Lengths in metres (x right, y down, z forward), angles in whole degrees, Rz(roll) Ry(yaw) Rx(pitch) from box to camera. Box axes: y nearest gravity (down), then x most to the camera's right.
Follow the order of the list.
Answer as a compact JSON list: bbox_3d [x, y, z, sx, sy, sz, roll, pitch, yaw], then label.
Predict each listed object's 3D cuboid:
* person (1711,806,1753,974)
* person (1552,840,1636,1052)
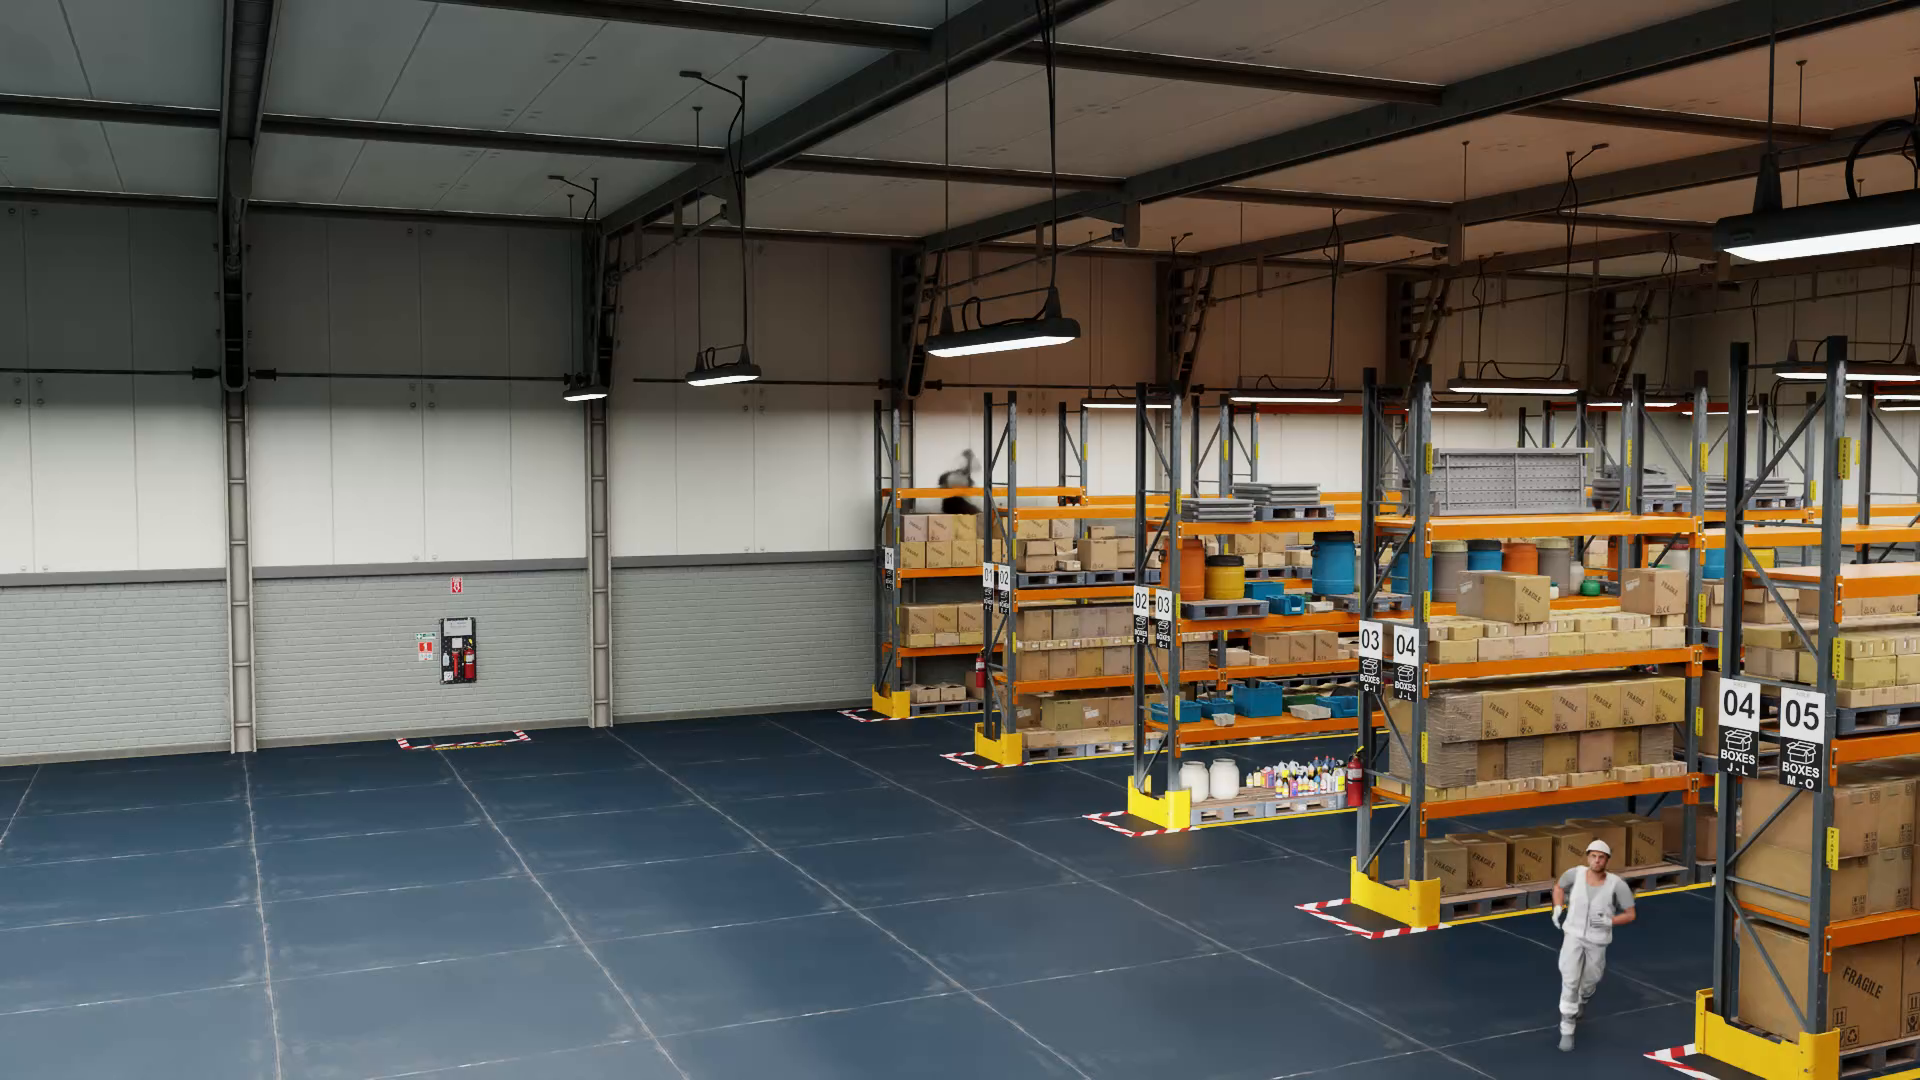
[{"bbox_3d":[7.550,3.394,16.048,0.528,1.653,0.589,-2,4,-27],"label":"person"},{"bbox_3d":[5.478,3.464,14.400,0.697,1.776,0.888,2,4,29],"label":"person"}]
